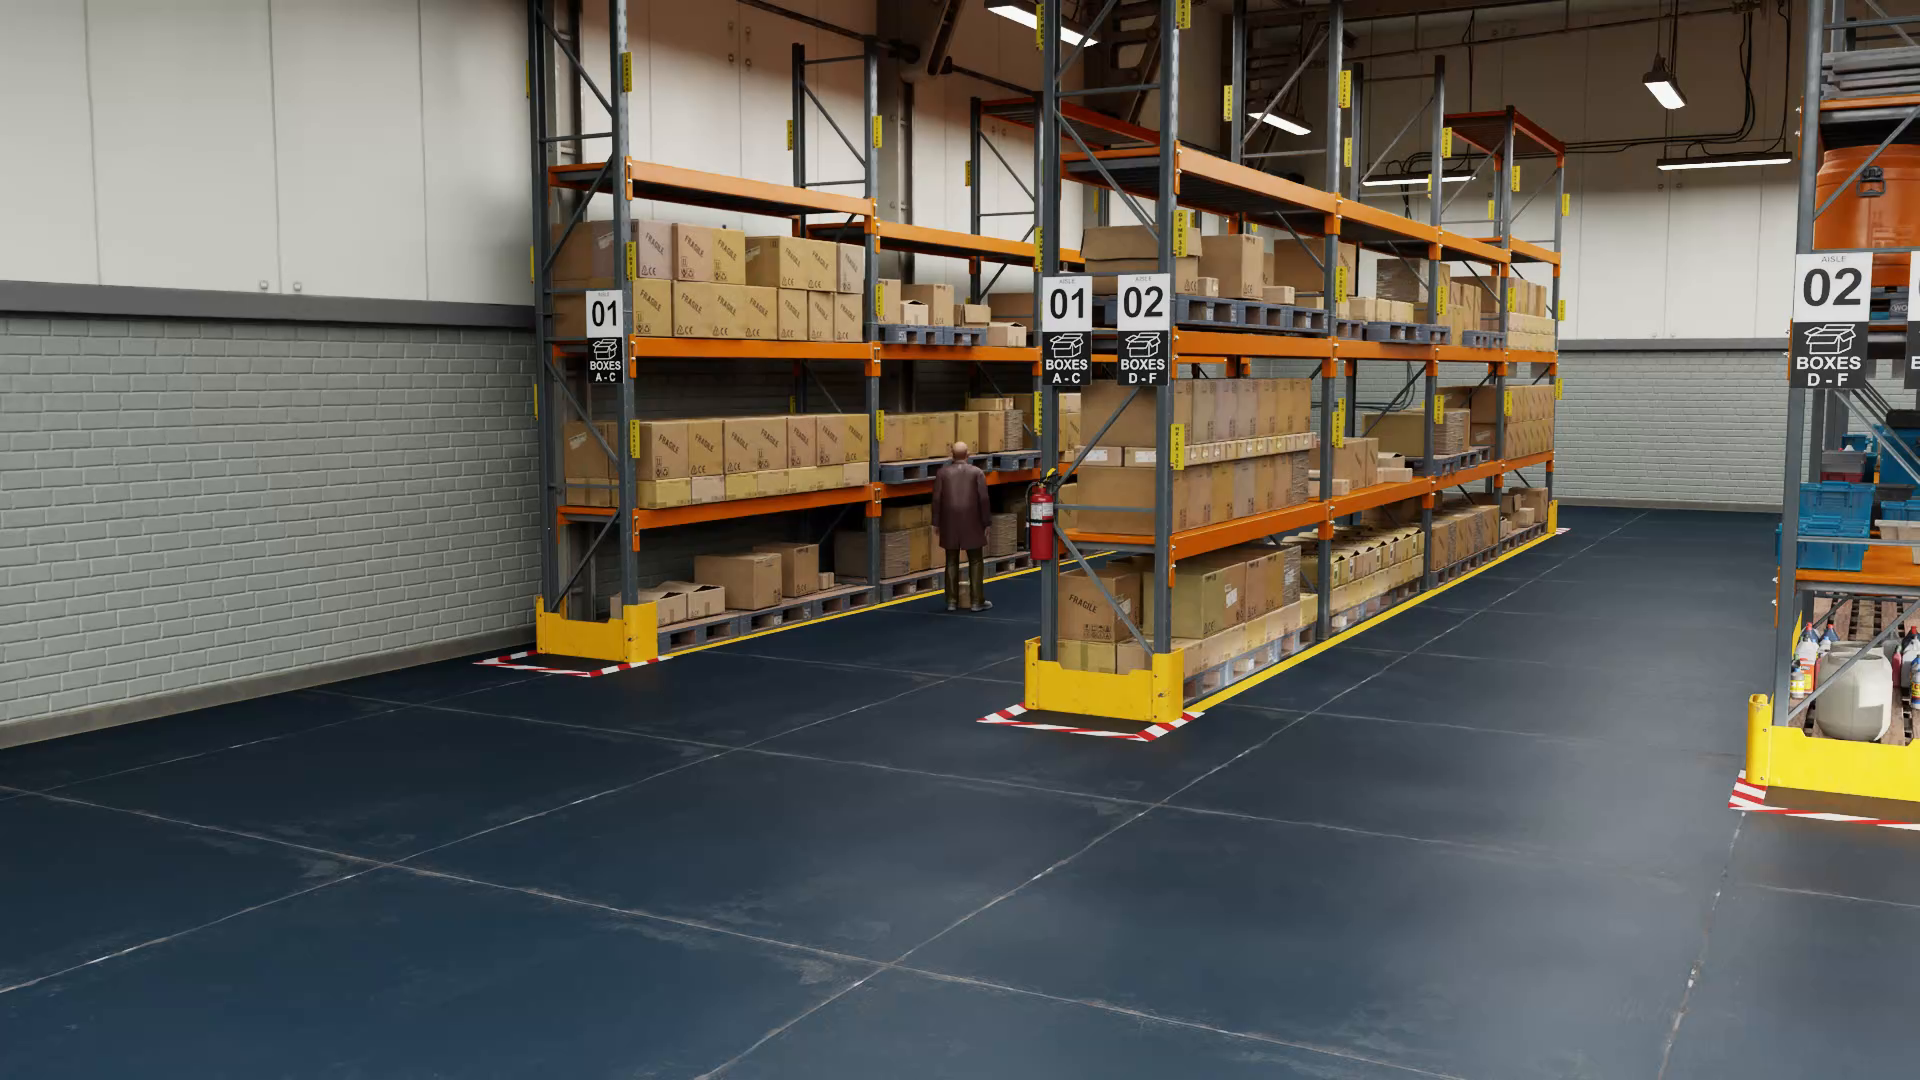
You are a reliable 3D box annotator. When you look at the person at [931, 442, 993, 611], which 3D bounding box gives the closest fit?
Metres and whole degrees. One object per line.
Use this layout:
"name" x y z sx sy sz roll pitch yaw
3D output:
"person" 0.014 -0.147 17.510 0.653 1.773 0.423 1 6 11
